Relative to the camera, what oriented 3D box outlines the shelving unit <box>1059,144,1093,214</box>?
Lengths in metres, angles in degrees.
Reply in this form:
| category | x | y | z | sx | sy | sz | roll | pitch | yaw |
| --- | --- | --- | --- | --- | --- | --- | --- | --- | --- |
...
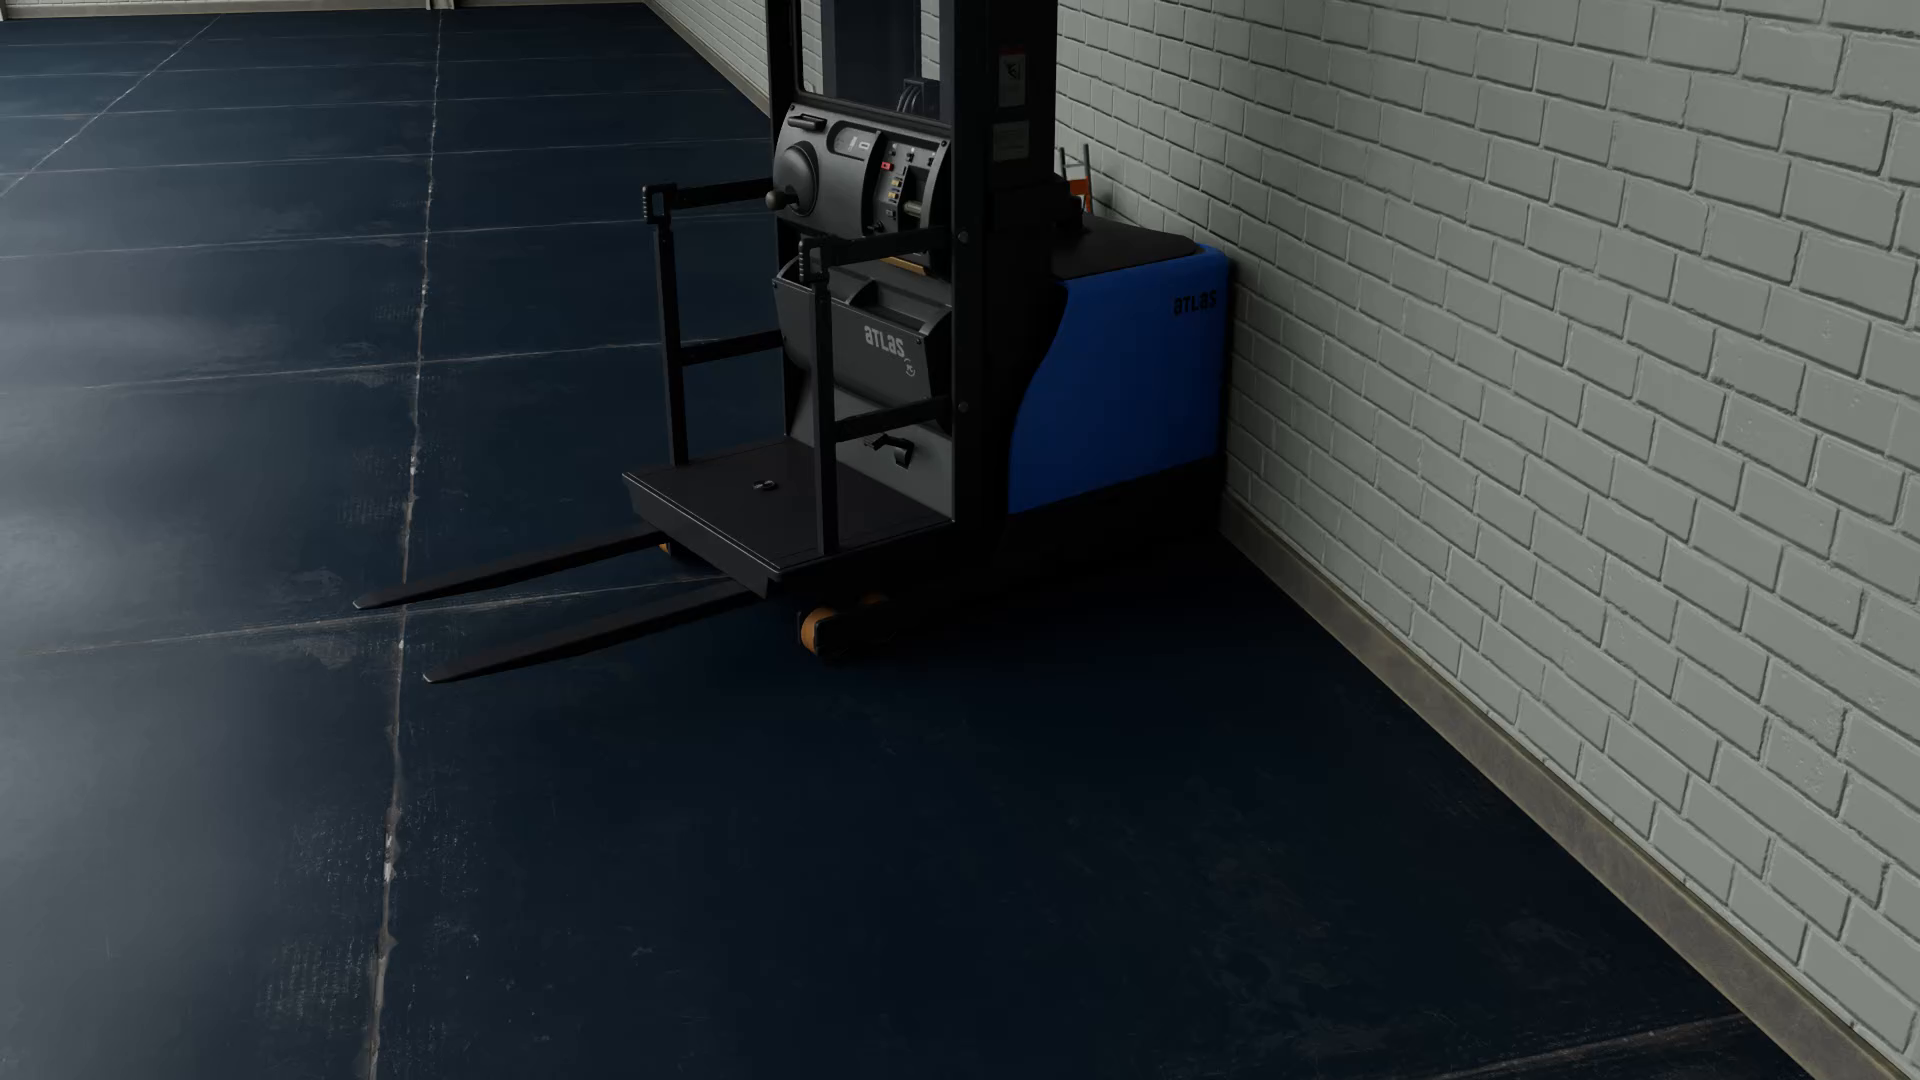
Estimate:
| category | x | y | z | sx | sy | sz | roll | pitch | yaw |
| --- | --- | --- | --- | --- | --- | --- | --- | --- | --- |
| shelving unit | 0.320 | -1.072 | 7.183 | 0.503 | 1.200 | 0.258 | -10 | 13 | -23 |

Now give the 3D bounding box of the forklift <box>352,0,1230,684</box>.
| category | x | y | z | sx | sy | sz | roll | pitch | yaw |
| --- | --- | --- | --- | --- | --- | --- | --- | --- | --- |
| forklift | -0.501 | -1.199 | 5.327 | 3.031 | 2.935 | 1.130 | -16 | 28 | -33 |

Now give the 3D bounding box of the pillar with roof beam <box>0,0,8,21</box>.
| category | x | y | z | sx | sy | sz | roll | pitch | yaw |
| --- | --- | --- | --- | --- | --- | --- | --- | --- | --- |
| pillar with roof beam | -12.273 | -9.707 | 17.460 | 0.400 | 9.000 | 9.100 | -6 | 24 | -14 |

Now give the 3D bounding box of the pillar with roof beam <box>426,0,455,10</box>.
| category | x | y | z | sx | sy | sz | roll | pitch | yaw |
| --- | --- | --- | --- | --- | --- | --- | --- | --- | --- |
| pillar with roof beam | -6.496 | -10.346 | 18.949 | 0.400 | 9.000 | 9.100 | -6 | 24 | -14 |

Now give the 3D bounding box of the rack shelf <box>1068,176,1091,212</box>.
| category | x | y | z | sx | sy | sz | roll | pitch | yaw |
| --- | --- | --- | --- | --- | --- | --- | --- | --- | --- |
| rack shelf | 0.285 | -1.455 | 7.104 | 0.480 | 0.148 | 0.258 | -10 | 13 | -23 |

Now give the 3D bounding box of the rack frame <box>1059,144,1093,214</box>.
| category | x | y | z | sx | sy | sz | roll | pitch | yaw |
| --- | --- | --- | --- | --- | --- | --- | --- | --- | --- |
| rack frame | 0.542 | -1.112 | 7.278 | 0.015 | 1.200 | 0.240 | -10 | 13 | -23 |
